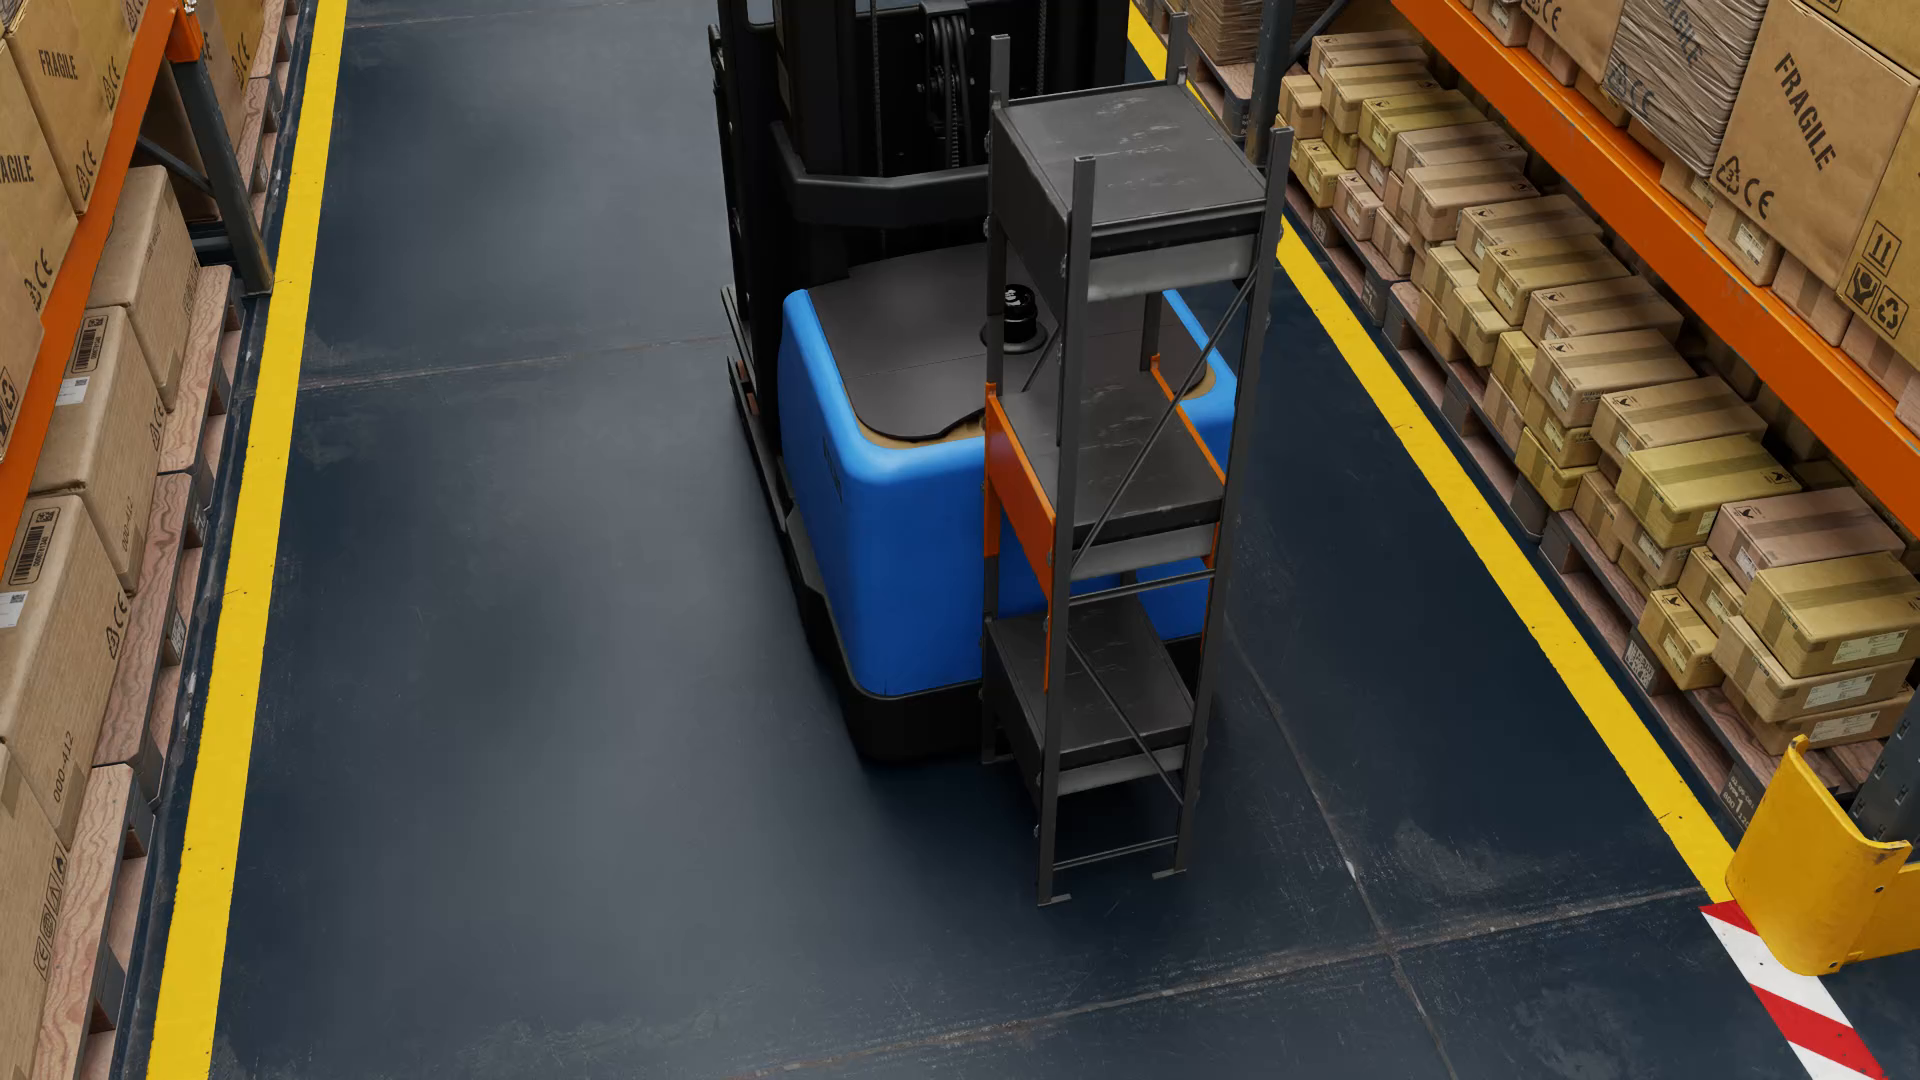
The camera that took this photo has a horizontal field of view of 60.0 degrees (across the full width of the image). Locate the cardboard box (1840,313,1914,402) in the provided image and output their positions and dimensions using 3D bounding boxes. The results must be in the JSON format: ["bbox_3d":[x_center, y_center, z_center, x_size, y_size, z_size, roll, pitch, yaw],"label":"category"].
[{"bbox_3d":[2.208,-0.439,3.674,0.380,0.149,0.250,-8,42,-9],"label":"cardboard box"}]

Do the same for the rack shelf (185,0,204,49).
[{"bbox_3d":[-3.535,-3.041,6.958,1.077,0.370,4.000,-8,42,-9],"label":"rack shelf"}]

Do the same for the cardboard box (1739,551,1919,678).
[{"bbox_3d":[2.210,0.184,4.166,0.380,0.149,0.250,-8,42,-9],"label":"cardboard box"}]

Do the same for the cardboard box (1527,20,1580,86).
[{"bbox_3d":[1.885,-1.450,4.814,0.380,0.149,0.250,-7,42,-8],"label":"cardboard box"}]

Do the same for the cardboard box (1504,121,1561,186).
[{"bbox_3d":[2.174,-1.409,5.961,0.380,0.149,0.250,-7,42,-8],"label":"cardboard box"}]

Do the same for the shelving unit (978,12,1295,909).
[{"bbox_3d":[0.320,-0.051,3.726,0.431,2.100,0.503,-11,43,-12],"label":"shelving unit"}]

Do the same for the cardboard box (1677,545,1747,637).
[{"bbox_3d":[2.175,0.124,4.458,0.380,0.149,0.250,-9,42,-10],"label":"cardboard box"}]

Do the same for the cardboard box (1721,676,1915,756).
[{"bbox_3d":[2.255,0.402,4.369,0.380,0.149,0.250,-8,42,-9],"label":"cardboard box"}]

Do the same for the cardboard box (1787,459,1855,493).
[{"bbox_3d":[2.566,-0.106,4.717,0.380,0.149,0.250,-8,42,-9],"label":"cardboard box"}]

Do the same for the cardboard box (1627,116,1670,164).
[{"bbox_3d":[2.033,-1.120,4.442,0.380,0.149,0.250,-10,43,-11],"label":"cardboard box"}]

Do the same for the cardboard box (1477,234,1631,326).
[{"bbox_3d":[1.893,-0.832,5.311,0.380,0.149,0.250,-8,42,-9],"label":"cardboard box"}]

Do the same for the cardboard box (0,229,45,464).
[{"bbox_3d":[-2.292,-0.467,3.441,0.500,0.500,0.500,-9,42,-10],"label":"cardboard box"}]

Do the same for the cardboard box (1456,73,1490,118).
[{"bbox_3d":[2.133,-1.749,6.343,0.380,0.149,0.250,-8,42,-9],"label":"cardboard box"}]

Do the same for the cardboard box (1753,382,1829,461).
[{"bbox_3d":[2.550,-0.389,4.812,0.380,0.149,0.250,-10,43,-11],"label":"cardboard box"}]

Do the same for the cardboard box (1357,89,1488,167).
[{"bbox_3d":[1.685,-1.505,6.069,0.380,0.149,0.250,-9,42,-10],"label":"cardboard box"}]

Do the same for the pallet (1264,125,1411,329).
[{"bbox_3d":[1.888,-1.315,6.573,1.003,0.211,1.213,-8,42,-9],"label":"pallet"}]

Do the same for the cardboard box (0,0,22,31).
[{"bbox_3d":[-2.511,-1.500,3.852,0.500,0.500,0.500,-8,42,-9],"label":"cardboard box"}]

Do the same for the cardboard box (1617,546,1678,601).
[{"bbox_3d":[2.127,0.066,4.747,0.380,0.149,0.250,-9,42,-9],"label":"cardboard box"}]

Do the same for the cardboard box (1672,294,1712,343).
[{"bbox_3d":[2.487,-0.748,5.216,0.380,0.149,0.250,-8,42,-9],"label":"cardboard box"}]

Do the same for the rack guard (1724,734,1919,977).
[{"bbox_3d":[2.555,0.690,4.096,1.175,0.500,0.348,-8,42,-9],"label":"rack guard"}]

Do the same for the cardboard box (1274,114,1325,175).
[{"bbox_3d":[1.473,-1.597,6.621,0.380,0.149,0.250,-10,43,-11],"label":"cardboard box"}]

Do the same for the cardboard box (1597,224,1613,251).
[{"bbox_3d":[2.303,-0.972,5.692,0.380,0.149,0.250,-10,43,-11],"label":"cardboard box"}]

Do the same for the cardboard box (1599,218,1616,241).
[{"bbox_3d":[2.393,-1.074,5.583,0.380,0.149,0.250,-10,43,-11],"label":"cardboard box"}]

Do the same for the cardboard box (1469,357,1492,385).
[{"bbox_3d":[1.924,-0.603,5.501,0.380,0.149,0.250,-7,42,-8],"label":"cardboard box"}]

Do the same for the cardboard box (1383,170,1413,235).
[{"bbox_3d":[1.760,-1.230,5.984,0.380,0.149,0.250,-10,43,-11],"label":"cardboard box"}]

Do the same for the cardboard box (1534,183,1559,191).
[{"bbox_3d":[2.191,-1.311,6.074,0.380,0.149,0.250,-8,42,-9],"label":"cardboard box"}]

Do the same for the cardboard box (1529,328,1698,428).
[{"bbox_3d":[1.926,-0.480,4.914,0.380,0.149,0.250,-7,42,-8],"label":"cardboard box"}]

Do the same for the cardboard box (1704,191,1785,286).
[{"bbox_3d":[2.062,-0.762,4.038,0.380,0.149,0.250,-7,42,-8],"label":"cardboard box"}]

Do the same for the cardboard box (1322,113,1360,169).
[{"bbox_3d":[1.617,-1.559,6.353,0.380,0.149,0.250,-8,42,-9],"label":"cardboard box"}]

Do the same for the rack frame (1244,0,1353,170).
[{"bbox_3d":[1.708,-2.789,6.132,1.000,3.000,0.127,-8,42,-9],"label":"rack frame"}]

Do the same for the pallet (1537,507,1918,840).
[{"bbox_3d":[2.415,0.266,4.791,1.003,0.211,1.213,-8,42,-9],"label":"pallet"}]

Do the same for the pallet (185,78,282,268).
[{"bbox_3d":[-3.343,-1.460,6.736,1.003,0.211,1.213,-8,42,-9],"label":"pallet"}]

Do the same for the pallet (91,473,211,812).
[{"bbox_3d":[-2.749,0.326,4.724,1.003,0.211,1.213,-8,42,-9],"label":"pallet"}]

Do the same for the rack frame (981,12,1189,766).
[{"bbox_3d":[0.253,-0.207,3.901,0.400,2.100,0.015,-11,43,-12],"label":"rack frame"}]

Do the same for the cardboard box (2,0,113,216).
[{"bbox_3d":[-2.514,-1.131,4.189,0.500,0.500,0.500,-9,42,-10],"label":"cardboard box"}]

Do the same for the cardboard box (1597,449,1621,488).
[{"bbox_3d":[2.108,-0.225,4.851,0.380,0.149,0.250,-9,42,-10],"label":"cardboard box"}]

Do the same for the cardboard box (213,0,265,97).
[{"bbox_3d":[-3.518,-2.351,6.923,0.875,0.875,0.875,-7,42,-8],"label":"cardboard box"}]

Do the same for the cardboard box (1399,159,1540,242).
[{"bbox_3d":[1.739,-1.163,5.683,0.380,0.149,0.250,-7,42,-8],"label":"cardboard box"}]

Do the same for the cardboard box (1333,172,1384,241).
[{"bbox_3d":[1.635,-1.271,6.254,0.380,0.149,0.250,-9,42,-9],"label":"cardboard box"}]

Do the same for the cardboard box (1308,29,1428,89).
[{"bbox_3d":[1.581,-1.849,6.456,0.380,0.149,0.250,-7,42,-8],"label":"cardboard box"}]

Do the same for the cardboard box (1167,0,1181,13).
[{"bbox_3d":[1.192,-2.787,7.697,0.500,0.500,0.500,-9,42,-10],"label":"cardboard box"}]

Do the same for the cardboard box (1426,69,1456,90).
[{"bbox_3d":[2.087,-1.832,6.661,0.380,0.149,0.250,-8,42,-8],"label":"cardboard box"}]

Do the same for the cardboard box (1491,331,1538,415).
[{"bbox_3d":[1.904,-0.538,5.204,0.380,0.149,0.250,-6,42,-7],"label":"cardboard box"}]

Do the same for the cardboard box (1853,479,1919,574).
[{"bbox_3d":[2.614,-0.059,4.440,0.380,0.149,0.250,-8,42,-9],"label":"cardboard box"}]

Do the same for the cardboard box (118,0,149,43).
[{"bbox_3d":[-2.753,-1.787,4.928,0.500,0.500,0.500,-8,42,-9],"label":"cardboard box"}]

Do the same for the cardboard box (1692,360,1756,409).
[{"bbox_3d":[2.467,-0.446,5.100,0.380,0.149,0.250,-10,43,-11],"label":"cardboard box"}]

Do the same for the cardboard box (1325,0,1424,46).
[{"bbox_3d":[1.808,-2.528,7.405,0.500,0.500,0.500,-7,42,-8],"label":"cardboard box"}]

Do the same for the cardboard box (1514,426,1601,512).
[{"bbox_3d":[1.945,-0.248,5.101,0.380,0.149,0.250,-10,43,-11],"label":"cardboard box"}]

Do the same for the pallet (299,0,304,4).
[{"bbox_3d":[-3.870,-3.042,8.518,1.003,0.211,1.213,-8,42,-9],"label":"pallet"}]

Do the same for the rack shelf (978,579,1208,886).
[{"bbox_3d":[0.320,0.483,4.199,0.431,0.518,0.480,-11,43,-12],"label":"rack shelf"}]

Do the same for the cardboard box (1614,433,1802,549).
[{"bbox_3d":[2.032,-0.137,4.528,0.380,0.149,0.250,-9,42,-10],"label":"cardboard box"}]

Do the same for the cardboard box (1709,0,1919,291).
[{"bbox_3d":[2.117,-0.933,3.743,0.500,0.500,0.500,-9,42,-10],"label":"cardboard box"}]

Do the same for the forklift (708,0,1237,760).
[{"bbox_3d":[-0.170,-1.494,4.725,1.130,2.935,3.031,-11,43,-12],"label":"forklift"}]

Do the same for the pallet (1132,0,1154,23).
[{"bbox_3d":[1.272,-3.043,8.519,1.003,0.211,1.213,-8,42,-9],"label":"pallet"}]

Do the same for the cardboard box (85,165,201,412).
[{"bbox_3d":[-3.072,-0.790,5.494,0.875,0.438,0.875,-9,42,-10],"label":"cardboard box"}]

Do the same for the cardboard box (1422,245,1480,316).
[{"bbox_3d":[1.789,-0.876,5.585,0.380,0.149,0.250,-9,42,-10],"label":"cardboard box"}]

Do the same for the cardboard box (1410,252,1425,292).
[{"bbox_3d":[1.831,-0.944,5.886,0.380,0.149,0.250,-10,43,-11],"label":"cardboard box"}]

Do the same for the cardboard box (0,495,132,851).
[{"bbox_3d":[-2.686,0.375,4.182,0.875,0.438,0.875,-7,42,-8],"label":"cardboard box"}]

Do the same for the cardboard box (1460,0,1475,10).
[{"bbox_3d":[1.731,-1.792,5.199,0.380,0.149,0.250,-8,42,-8],"label":"cardboard box"}]

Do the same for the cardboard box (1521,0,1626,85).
[{"bbox_3d":[1.901,-1.585,4.477,0.500,0.500,0.500,-6,42,-7],"label":"cardboard box"}]
